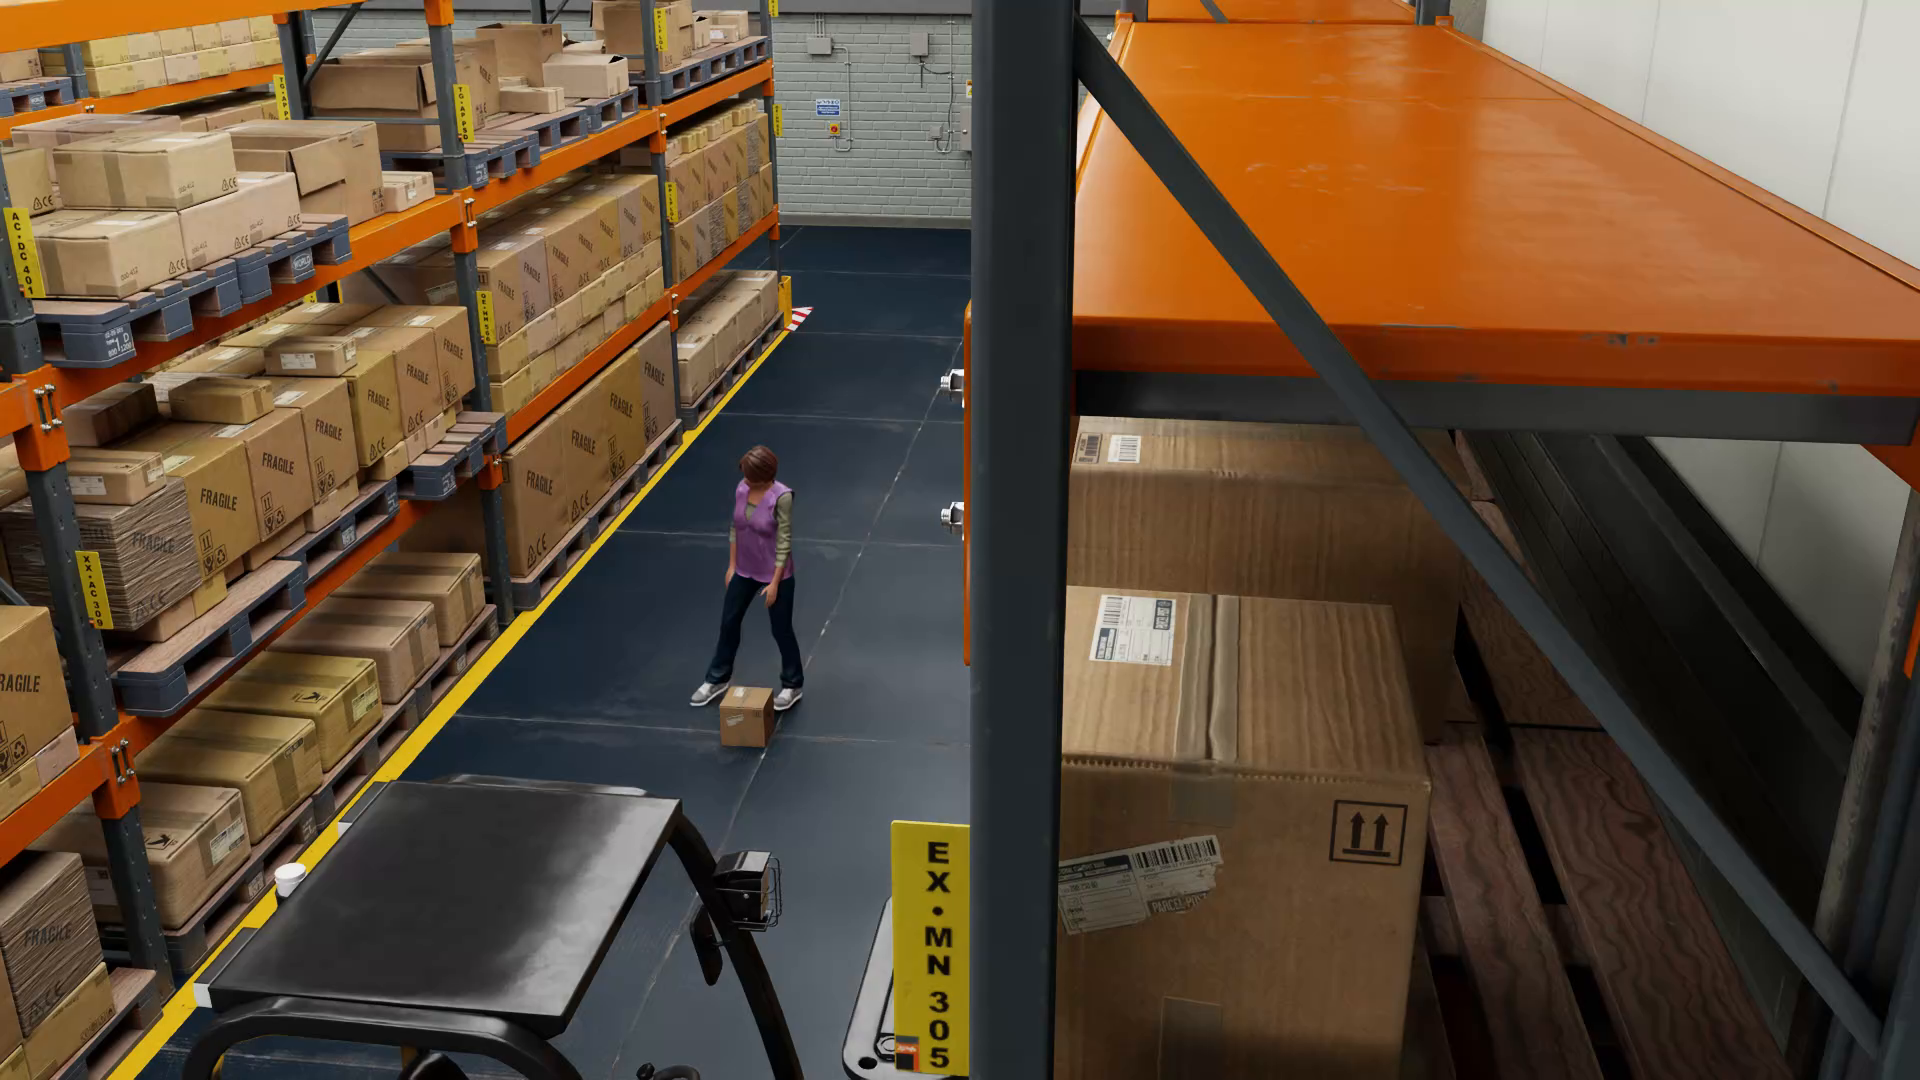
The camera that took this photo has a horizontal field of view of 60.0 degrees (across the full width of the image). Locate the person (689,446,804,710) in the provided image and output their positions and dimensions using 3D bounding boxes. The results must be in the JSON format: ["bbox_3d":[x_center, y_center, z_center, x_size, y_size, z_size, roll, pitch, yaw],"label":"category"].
[{"bbox_3d":[-1.235,0.218,9.530,0.598,1.576,0.454,11,24,26],"label":"person"}]
